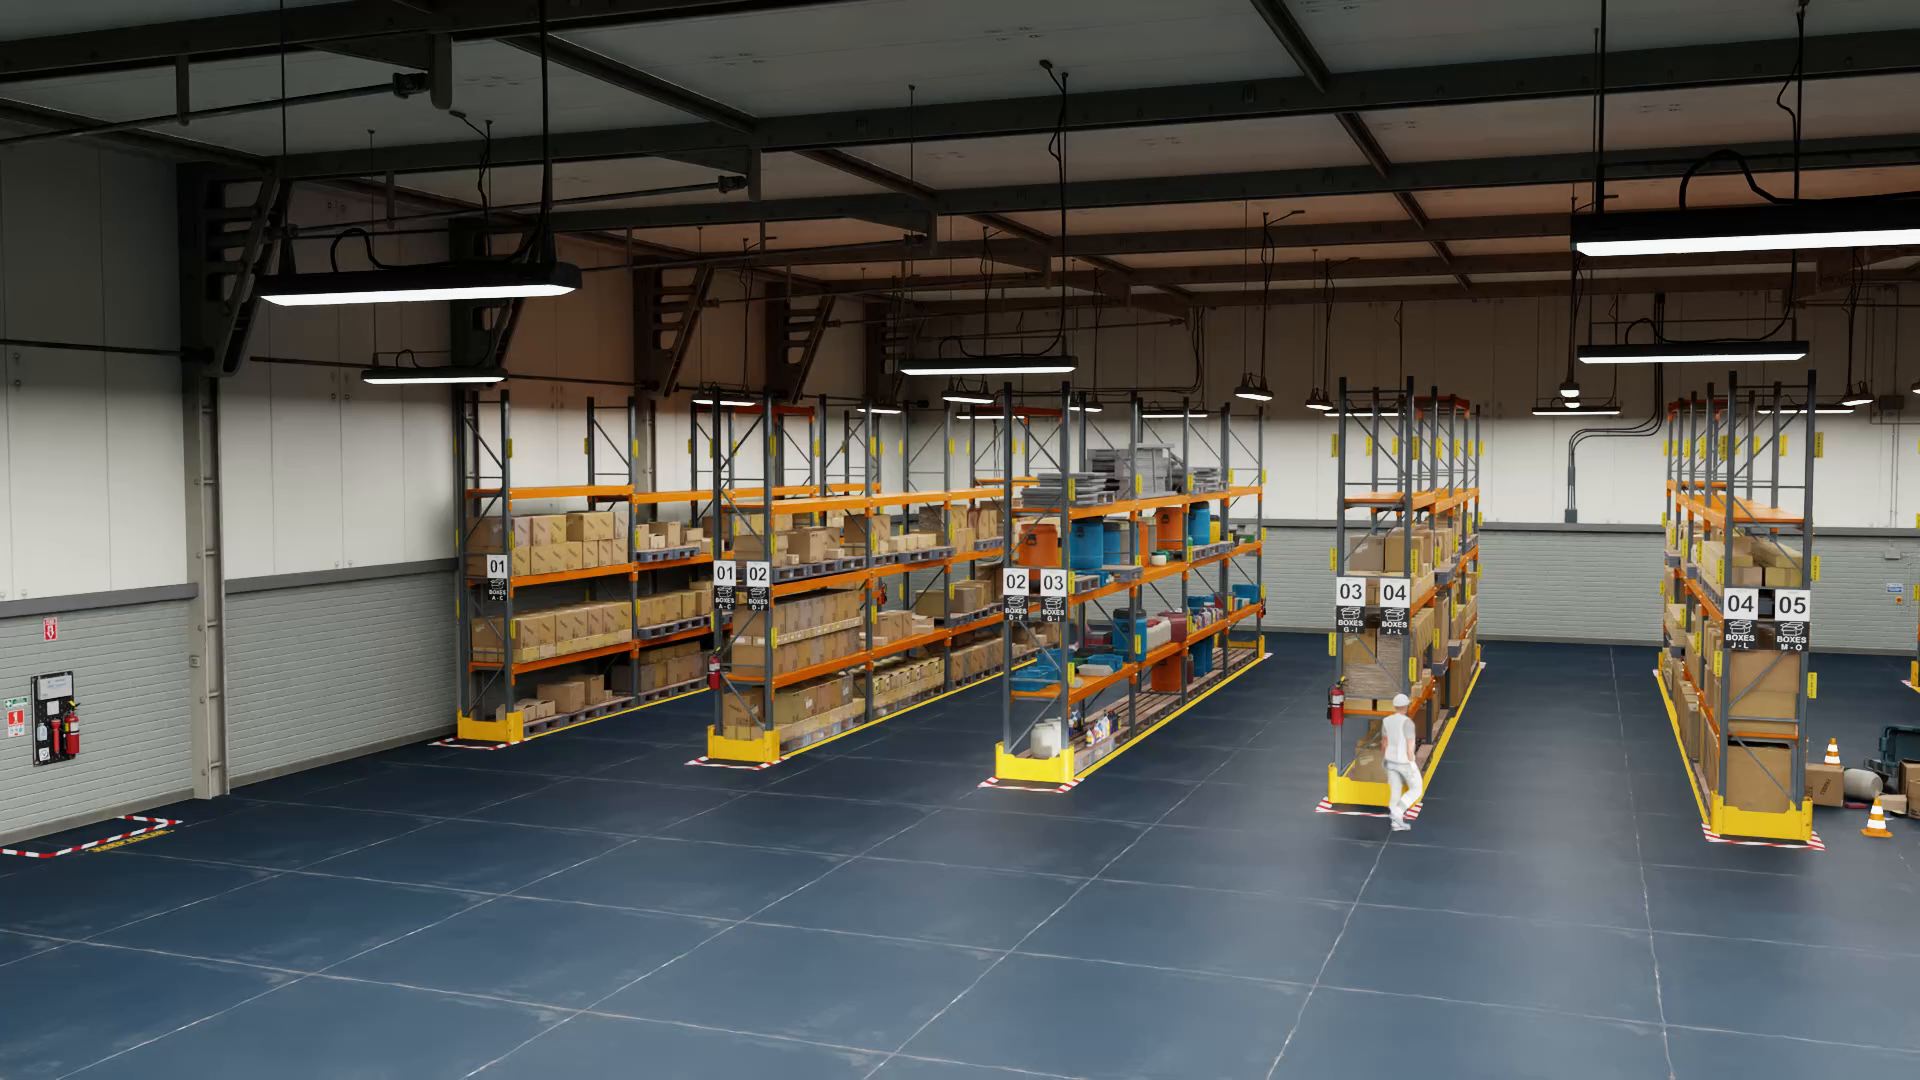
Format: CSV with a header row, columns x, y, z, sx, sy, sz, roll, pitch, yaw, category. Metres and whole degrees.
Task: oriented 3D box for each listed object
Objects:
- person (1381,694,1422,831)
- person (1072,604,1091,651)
x,y,z,sx,sy,sz,roll,pitch,yaw,category
5.721,2.913,21.736,0.487,1.785,0.578,-2,4,-33,person
2.847,2.010,39.023,0.516,1.666,0.500,-1,3,-12,person
